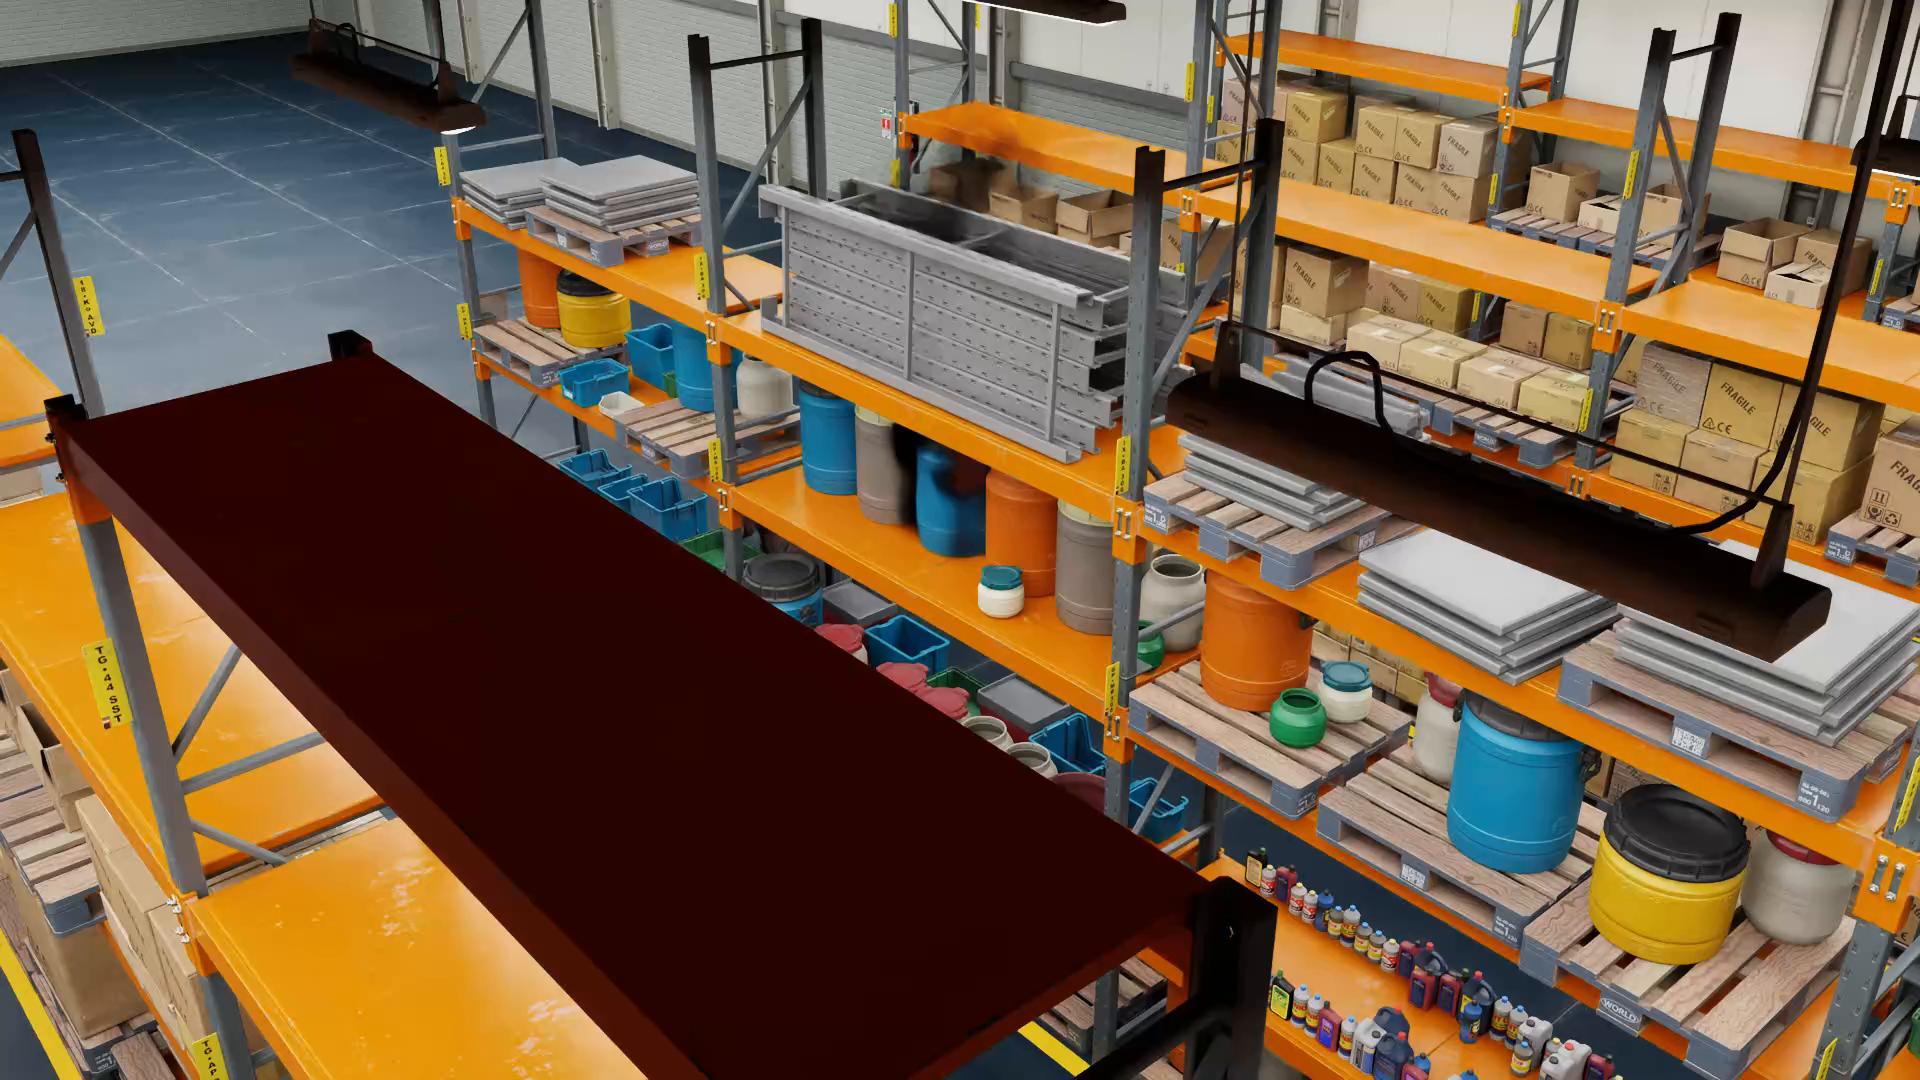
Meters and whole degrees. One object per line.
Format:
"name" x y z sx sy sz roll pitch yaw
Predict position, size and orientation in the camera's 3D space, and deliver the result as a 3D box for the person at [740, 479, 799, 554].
"person" -1.724 0.039 15.768 0.889 1.590 0.734 16 31 29
